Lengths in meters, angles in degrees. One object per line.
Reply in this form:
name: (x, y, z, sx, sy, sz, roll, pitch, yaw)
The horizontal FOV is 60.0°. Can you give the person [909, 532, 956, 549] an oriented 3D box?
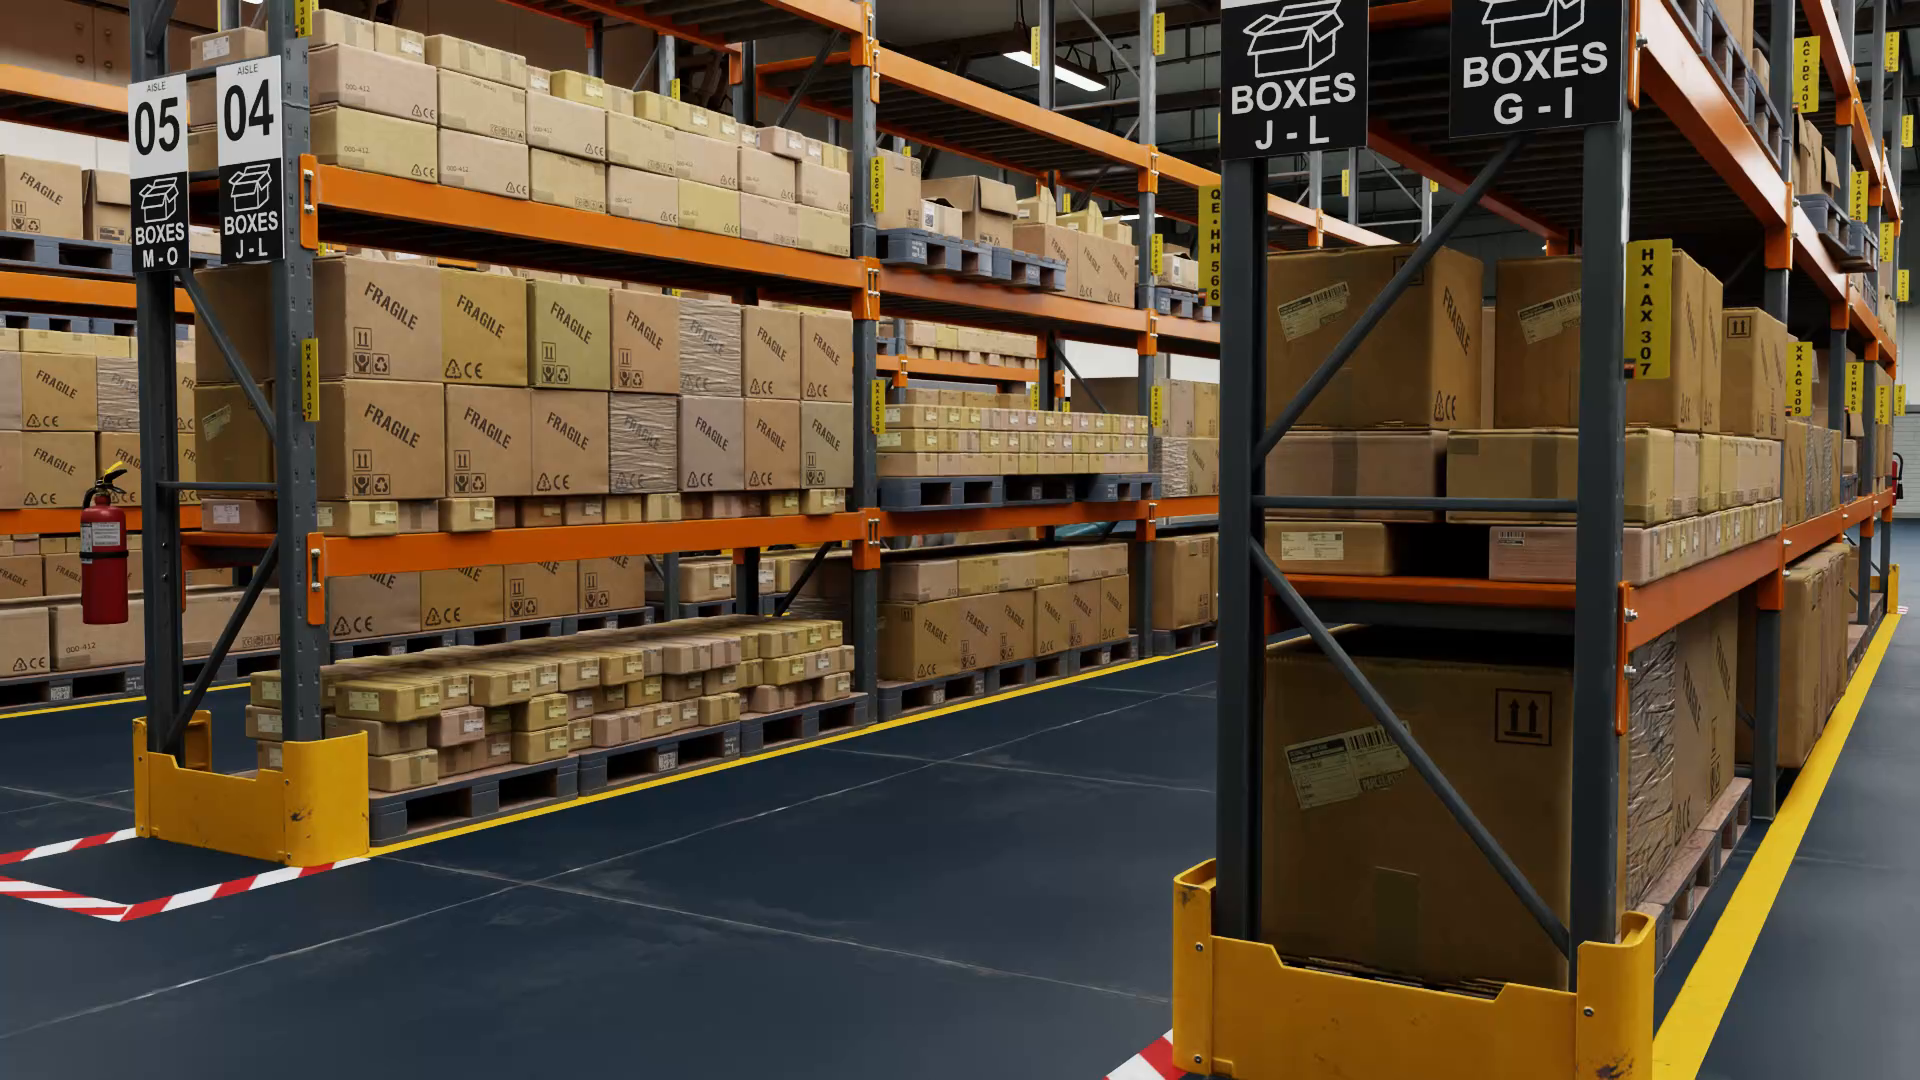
person: (-0.249, -0.085, 17.201, 0.957, 1.712, 0.676, 3, 4, 45)
